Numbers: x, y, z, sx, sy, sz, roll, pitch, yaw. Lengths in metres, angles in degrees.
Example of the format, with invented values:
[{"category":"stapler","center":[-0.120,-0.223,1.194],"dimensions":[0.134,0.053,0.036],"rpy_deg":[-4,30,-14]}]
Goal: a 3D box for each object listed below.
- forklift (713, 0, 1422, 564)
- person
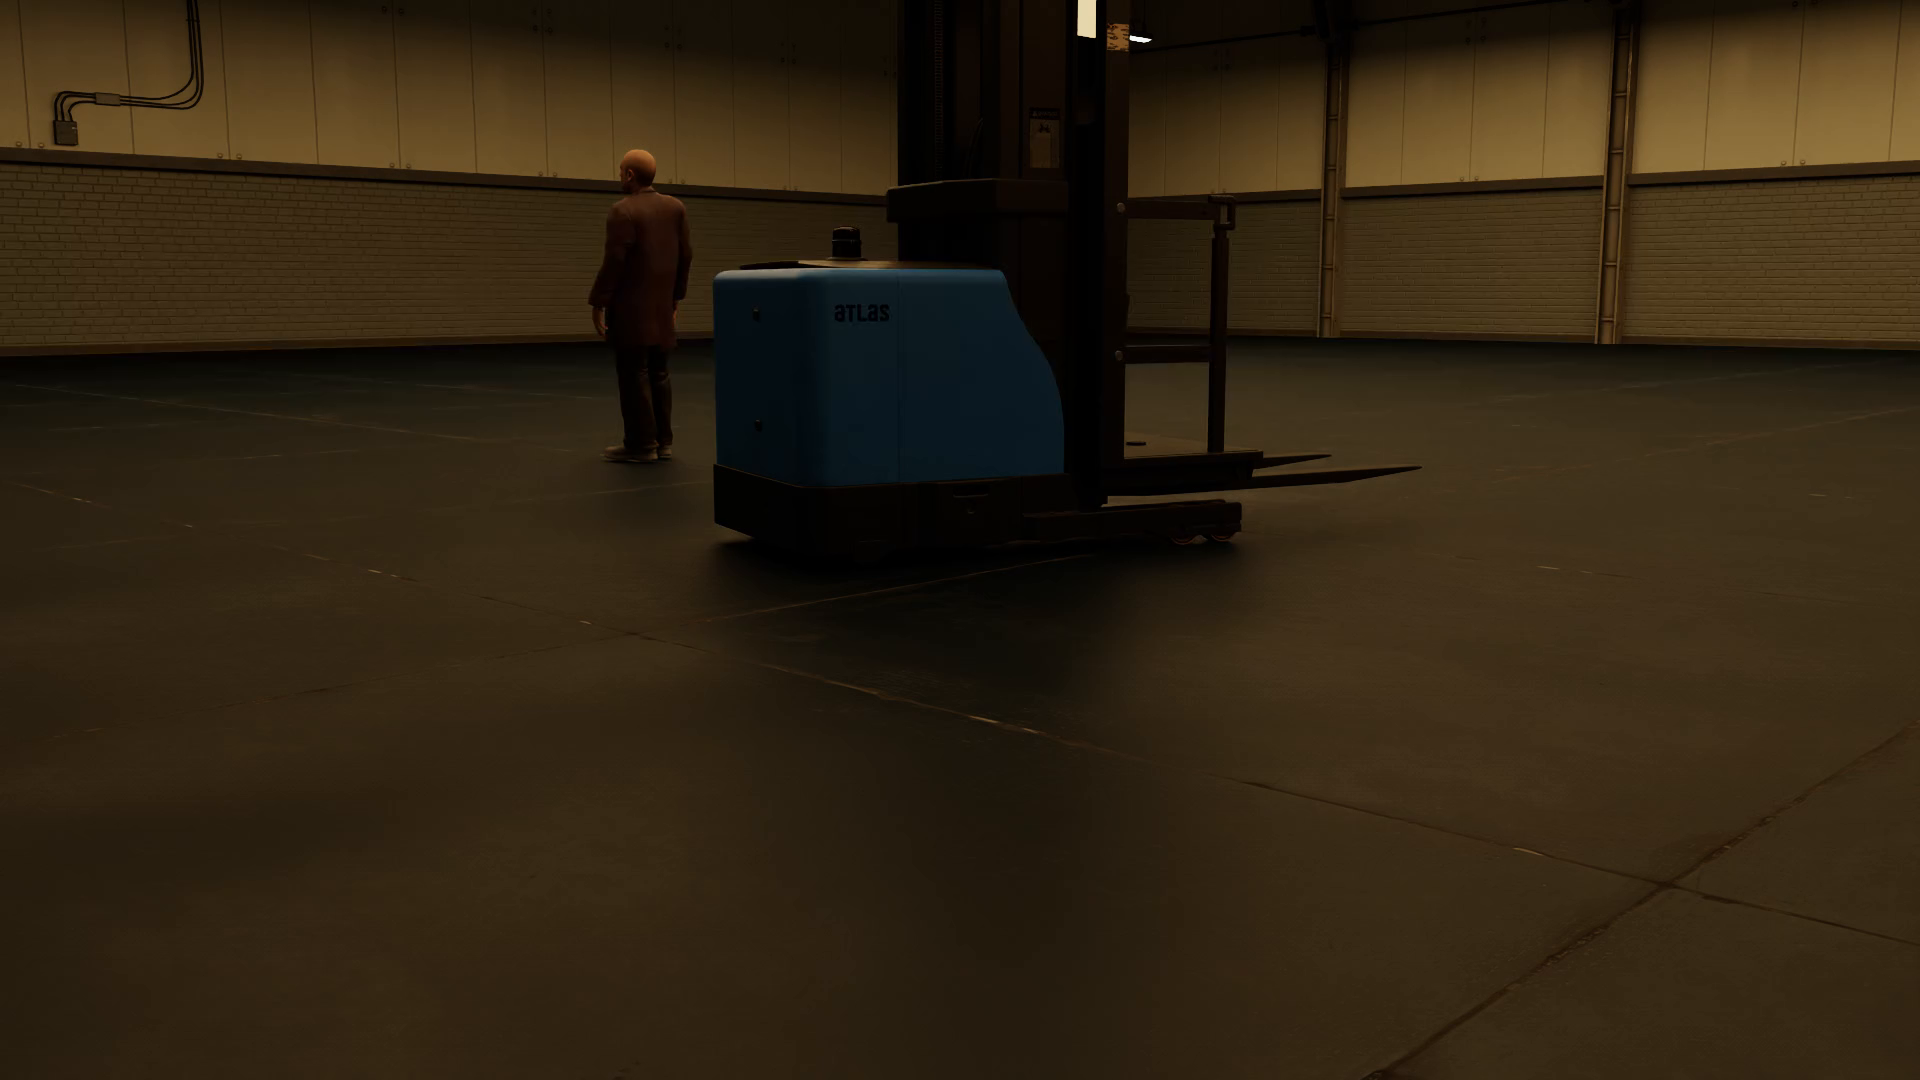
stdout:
[{"category":"forklift","center":[0.558,-1.493,6.788],"dimensions":[3.031,2.935,1.130],"rpy_deg":[-4,10,-27]},{"category":"person","center":[-1.922,-1.352,9.675],"dimensions":[0.580,1.777,0.698],"rpy_deg":[7,11,37]}]
